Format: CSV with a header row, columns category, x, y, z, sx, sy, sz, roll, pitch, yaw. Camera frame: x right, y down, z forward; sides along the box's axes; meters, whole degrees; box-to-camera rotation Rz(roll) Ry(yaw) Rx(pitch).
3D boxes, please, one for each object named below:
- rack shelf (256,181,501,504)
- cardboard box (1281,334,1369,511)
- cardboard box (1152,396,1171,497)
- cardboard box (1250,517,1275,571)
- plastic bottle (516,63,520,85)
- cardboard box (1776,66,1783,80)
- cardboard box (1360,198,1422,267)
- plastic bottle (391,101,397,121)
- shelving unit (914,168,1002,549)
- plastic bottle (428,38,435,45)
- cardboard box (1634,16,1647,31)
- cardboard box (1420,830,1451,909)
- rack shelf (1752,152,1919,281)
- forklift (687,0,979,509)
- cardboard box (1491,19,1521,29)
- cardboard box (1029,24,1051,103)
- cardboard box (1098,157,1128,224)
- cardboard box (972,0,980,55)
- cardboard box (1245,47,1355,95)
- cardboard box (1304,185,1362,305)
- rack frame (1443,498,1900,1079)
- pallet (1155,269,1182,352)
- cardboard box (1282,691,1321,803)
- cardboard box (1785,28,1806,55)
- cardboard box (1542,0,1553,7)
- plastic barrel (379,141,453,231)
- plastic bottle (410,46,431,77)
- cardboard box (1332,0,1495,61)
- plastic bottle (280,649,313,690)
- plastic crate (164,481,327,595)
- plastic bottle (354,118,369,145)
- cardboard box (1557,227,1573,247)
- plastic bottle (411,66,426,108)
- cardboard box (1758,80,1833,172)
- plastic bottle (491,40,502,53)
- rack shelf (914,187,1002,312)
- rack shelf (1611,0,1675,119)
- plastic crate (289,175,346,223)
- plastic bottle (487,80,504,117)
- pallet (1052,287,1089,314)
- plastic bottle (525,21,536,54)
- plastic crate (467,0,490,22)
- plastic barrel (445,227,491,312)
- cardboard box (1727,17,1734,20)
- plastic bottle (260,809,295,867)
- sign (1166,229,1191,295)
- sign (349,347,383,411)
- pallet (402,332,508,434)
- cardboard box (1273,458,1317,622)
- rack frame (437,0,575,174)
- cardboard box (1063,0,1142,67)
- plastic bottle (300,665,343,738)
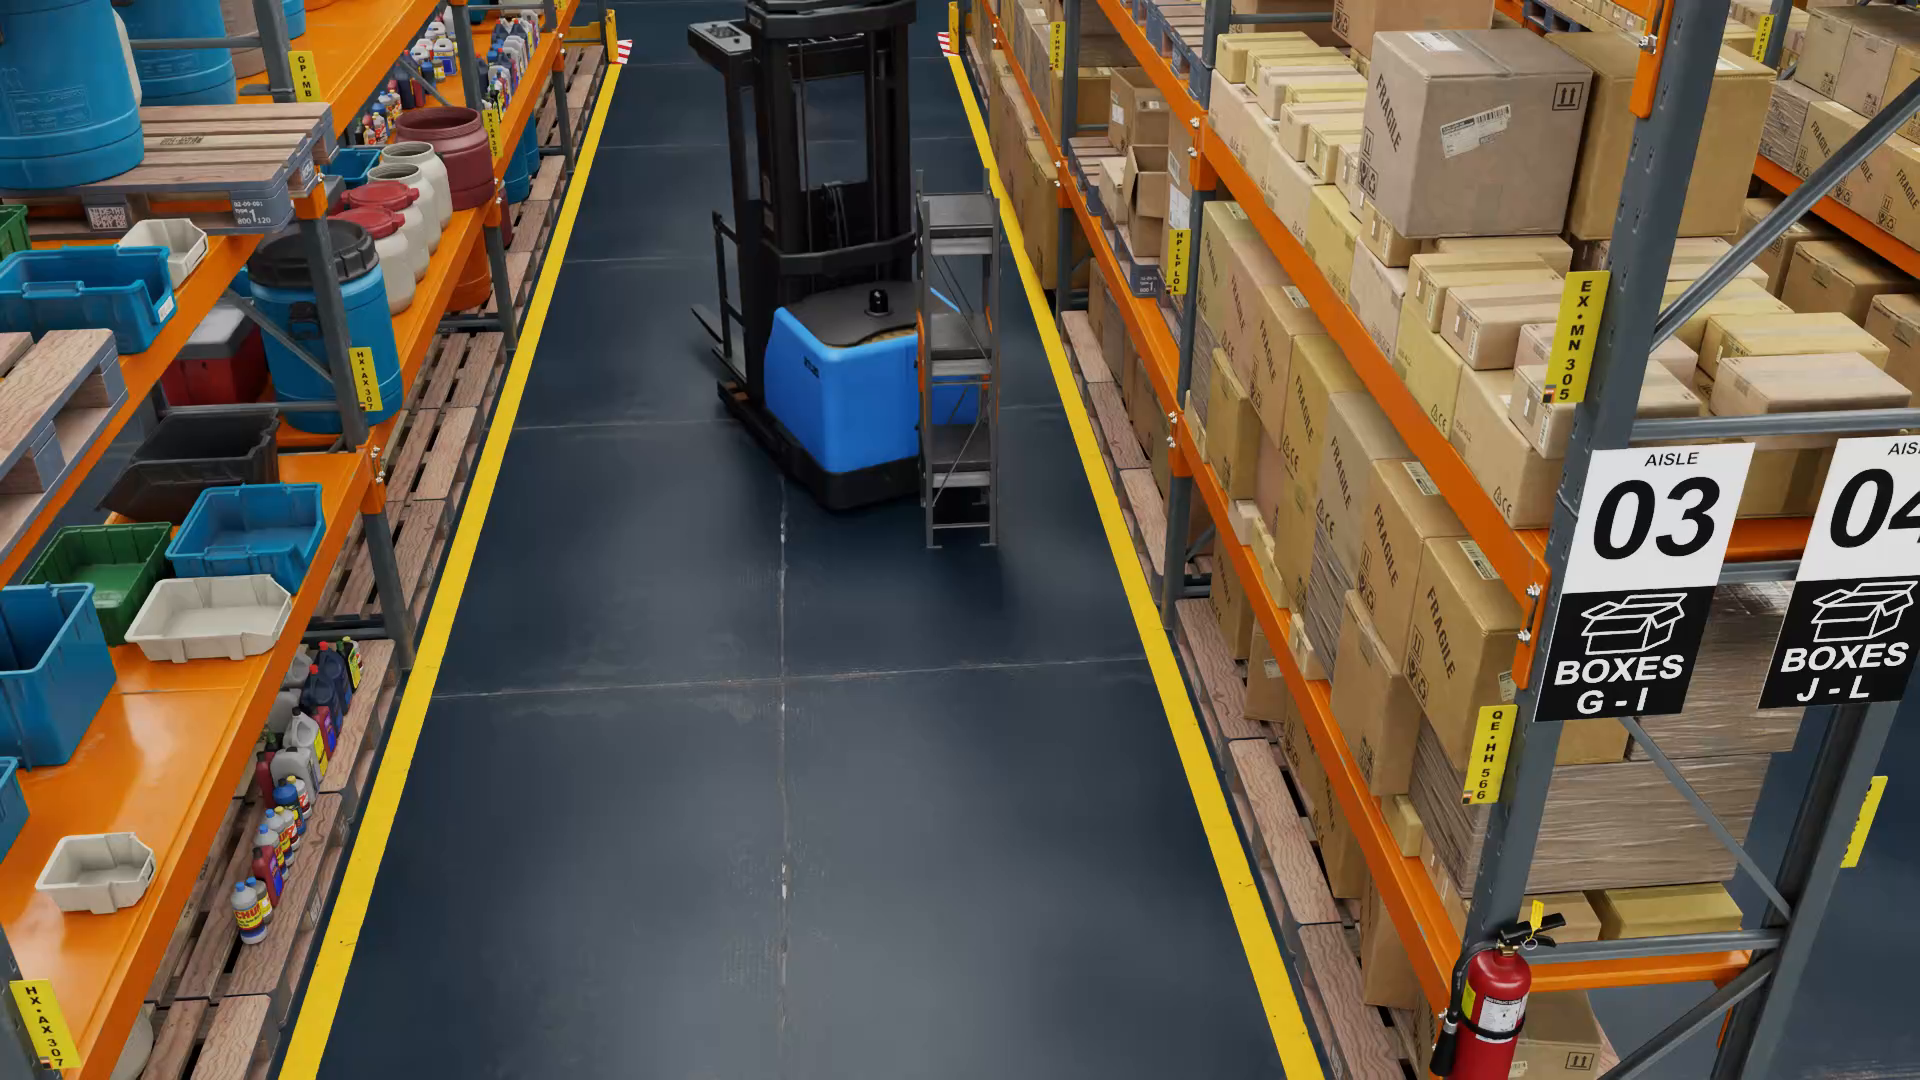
category,x,y,z,sx,sy,sz,roll,pitch,yaw
rack shelf,-3.529,-1.327,9.748,1.077,0.370,4.000,-3,31,-5
cardboard box,1.530,-0.445,6.207,0.500,0.500,0.500,-3,31,-5
cardboard box,1.528,-0.527,9.715,0.700,0.500,0.500,-3,31,-5
cardboard box,1.451,0.017,7.041,0.380,0.149,0.250,-3,31,-5
plastic bottle,-3.577,-3.739,13.279,0.097,0.201,0.097,0,31,0
cardboard box,6.297,-3.528,12.567,0.380,0.149,0.250,-1,31,-2
cardboard box,1.512,-0.996,5.324,0.380,0.149,0.250,-4,31,-7
plastic bottle,-4.238,-3.184,12.349,0.097,0.201,0.097,0,31,0
shelving unit,-0.015,-0.986,9.353,0.431,2.100,0.503,-3,31,-5
plastic bottle,-4.399,-4.062,13.820,0.097,0.201,0.097,0,31,0
cardboard box,5.566,-4.036,13.128,0.380,0.149,0.250,-3,31,-5
cardboard box,1.708,1.035,5.338,0.380,0.149,0.250,-3,31,-5
rack shelf,6.350,-1.750,10.457,1.077,0.370,4.000,-3,31,-5
forklift,-0.987,-2.174,10.532,1.130,2.935,3.031,-15,34,-23
cardboard box,5.790,-5.452,17.742,0.380,0.149,0.250,-4,31,-6
cardboard box,0.830,-3.697,12.917,0.500,0.500,0.500,-4,31,-6
cardboard box,1.143,-2.143,10.150,0.500,0.250,0.500,-4,31,-6
cardboard box,0.608,-5.924,18.405,0.875,0.875,0.875,-3,31,-5
cardboard box,1.405,-1.933,6.894,0.380,0.149,0.250,-4,31,-7
cardboard box,1.524,-1.041,5.788,0.500,0.250,0.500,-3,31,-5
rack frame,1.963,1.190,4.832,1.000,3.000,0.127,-3,31,-5
pallet,1.663,-1.167,8.965,1.003,0.211,1.213,-3,31,-5
cardboard box,1.784,0.852,7.426,0.500,0.500,0.500,-5,31,-9
cardboard box,6.313,-3.656,12.200,0.380,0.149,0.250,-3,31,-5
cardboard box,5.400,-4.831,14.747,0.380,0.149,0.250,-2,31,-4
plastic barrel,-3.407,-2.190,10.382,0.421,0.512,0.421,0,31,0
plastic bottle,-4.317,-3.800,13.308,0.152,0.276,0.135,-3,31,-5
cardboard box,1.885,-2.308,6.888,0.500,0.500,0.500,-4,31,-6
plastic bottle,-3.138,0.656,7.882,0.144,0.351,0.185,-3,31,-5
plastic crate,-2.968,0.001,6.968,0.499,0.251,0.616,-3,31,-5
plastic bottle,-4.178,-2.793,11.615,0.061,0.283,0.133,-3,31,-5
cardboard box,2.080,-1.022,5.368,0.380,0.149,0.250,-4,31,-7
plastic bottle,-4.159,-3.478,12.761,0.061,0.283,0.133,-3,31,-5
cardboard box,5.936,-2.881,11.551,0.500,0.500,0.500,-2,31,-4
plastic bottle,-3.759,-3.930,13.530,0.097,0.271,0.097,0,31,0
rack shelf,-0.015,-1.575,9.001,0.431,0.518,0.480,-3,31,-5
rack shelf,1.776,-2.096,5.189,1.077,0.370,4.000,-3,31,-5
plastic crate,-3.869,-1.845,9.851,0.402,0.464,0.583,-3,31,-5
plastic bottle,-3.495,-3.321,12.510,0.097,0.271,0.097,0,31,0
pallet,1.217,-2.103,13.065,1.003,0.211,1.213,-3,31,-5
plastic bottle,-3.697,-4.274,14.101,0.152,0.276,0.135,-3,31,-5
plastic crate,-4.473,-4.940,15.052,0.392,0.384,0.575,-3,31,-5
plastic barrel,-3.778,-2.155,12.139,0.600,0.830,0.708,-3,31,-5
cardboard box,5.615,-3.898,12.607,0.380,0.149,0.250,-2,31,-3
plastic bottle,-2.869,1.243,6.975,0.097,0.271,0.097,0,31,0
sign,1.037,-1.321,7.907,0.100,0.325,0.005,-3,31,-5
sign,-2.793,-0.754,7.818,0.100,0.325,0.005,-3,31,-5
pallet,-3.682,-1.062,11.323,1.003,0.211,1.213,-3,31,-5
cardboard box,1.734,-0.025,6.480,0.875,0.500,0.500,-3,31,-5
rack frame,-4.089,-4.699,14.692,1.000,3.000,0.127,-3,31,-5
cardboard box,1.163,-3.742,12.014,0.797,0.503,0.637,-2,31,-3
plastic bottle,-2.977,0.747,7.729,0.144,0.351,0.185,-4,31,-7
